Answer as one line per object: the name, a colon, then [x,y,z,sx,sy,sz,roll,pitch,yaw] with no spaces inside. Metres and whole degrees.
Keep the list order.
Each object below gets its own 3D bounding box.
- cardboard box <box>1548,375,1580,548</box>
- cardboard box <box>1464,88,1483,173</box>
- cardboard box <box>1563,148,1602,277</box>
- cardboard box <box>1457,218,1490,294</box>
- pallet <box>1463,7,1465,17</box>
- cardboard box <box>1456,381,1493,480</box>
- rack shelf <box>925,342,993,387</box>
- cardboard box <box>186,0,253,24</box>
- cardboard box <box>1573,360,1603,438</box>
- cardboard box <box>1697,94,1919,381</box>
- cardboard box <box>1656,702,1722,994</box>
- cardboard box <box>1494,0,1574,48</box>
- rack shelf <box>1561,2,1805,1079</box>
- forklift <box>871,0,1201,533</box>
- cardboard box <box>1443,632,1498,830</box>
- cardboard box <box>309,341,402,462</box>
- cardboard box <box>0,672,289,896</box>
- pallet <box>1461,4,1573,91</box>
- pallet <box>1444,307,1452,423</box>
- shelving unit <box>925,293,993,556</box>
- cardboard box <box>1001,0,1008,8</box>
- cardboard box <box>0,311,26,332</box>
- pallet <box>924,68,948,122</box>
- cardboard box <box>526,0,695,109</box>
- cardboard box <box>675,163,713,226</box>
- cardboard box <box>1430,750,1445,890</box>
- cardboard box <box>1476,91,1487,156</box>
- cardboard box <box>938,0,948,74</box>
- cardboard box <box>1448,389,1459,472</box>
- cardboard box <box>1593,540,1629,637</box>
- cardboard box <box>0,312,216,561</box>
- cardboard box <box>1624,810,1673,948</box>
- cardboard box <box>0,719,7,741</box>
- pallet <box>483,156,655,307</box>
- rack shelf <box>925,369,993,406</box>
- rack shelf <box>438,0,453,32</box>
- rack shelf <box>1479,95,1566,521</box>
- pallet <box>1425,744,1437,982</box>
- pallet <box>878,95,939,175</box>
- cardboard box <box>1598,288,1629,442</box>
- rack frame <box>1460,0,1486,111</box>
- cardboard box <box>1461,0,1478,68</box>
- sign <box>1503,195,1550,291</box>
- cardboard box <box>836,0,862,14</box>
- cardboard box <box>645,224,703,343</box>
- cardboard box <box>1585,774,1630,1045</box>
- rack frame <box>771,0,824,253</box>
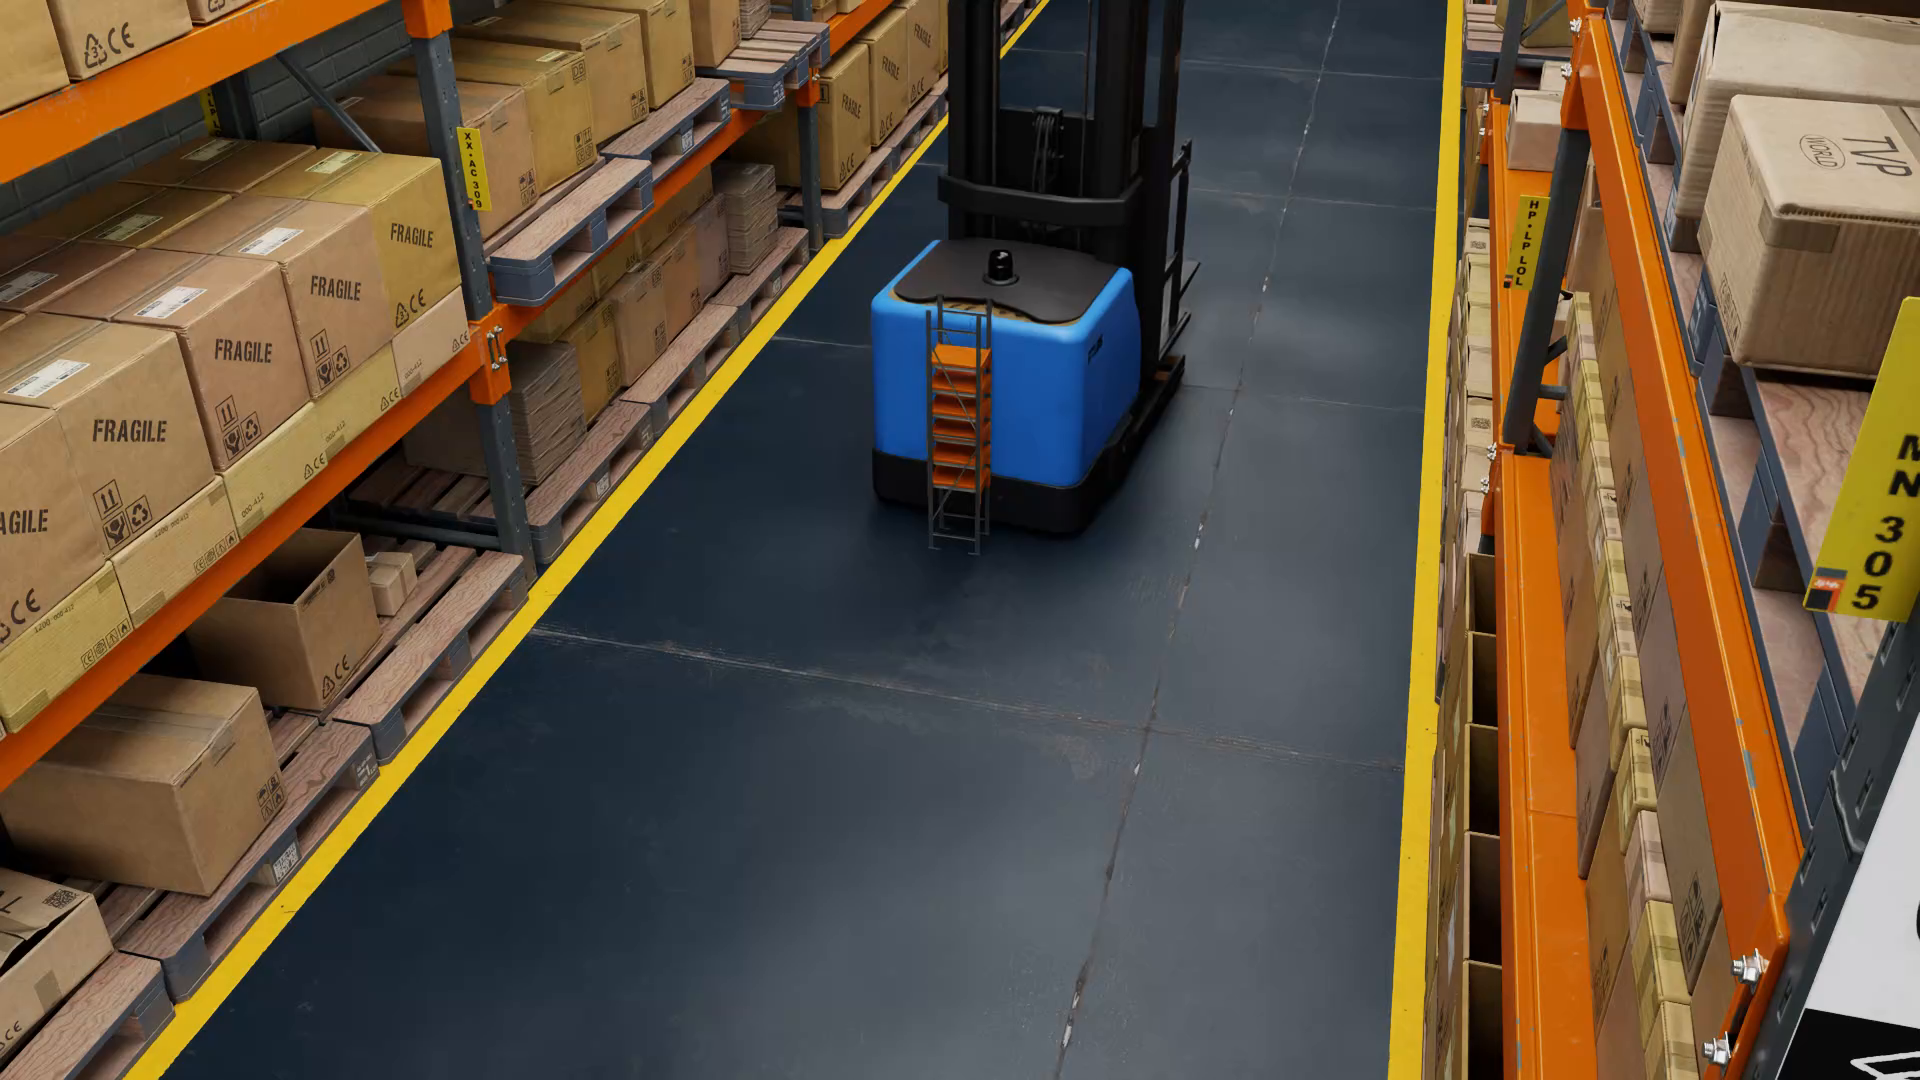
cardboard box: [2.292,-0.265,5.277,0.700,0.500,0.500,7,33,11]
cardboard box: [3.683,-2.719,11.151,0.500,0.500,0.500,7,33,11]
cardboard box: [2.870,-1.425,7.103,0.500,0.500,0.500,8,33,12]
cardboard box: [2.997,-1.551,9.043,0.500,0.311,0.500,9,34,14]
pallet: [5.223,-5.050,15.498,1.003,0.211,1.213,8,33,12]
cardboard box: [2.479,-0.486,7.367,0.500,0.311,0.500,8,33,12]
rack shelf: [-0.004,-0.765,7.247,0.258,0.103,0.180,8,33,12]
cardboard box: [-2.424,-1.886,5.013,0.500,0.500,0.500,5,33,8]
cardboard box: [2.016,-0.392,4.873,0.380,0.149,0.250,7,33,11]
cardboard box: [1.421,-0.450,2.484,0.500,0.250,0.500,8,33,12]
cardboard box: [1.656,0.491,2.879,0.700,0.500,0.500,7,33,11]
cardboard box: [3.464,-3.091,9.331,0.700,0.500,0.500,-3,33,-4]
rack shelf: [1.891,-0.378,3.423,1.077,0.370,4.000,8,33,12]
forklift: [0.585,-2.052,8.245,1.130,2.935,3.031,12,34,18]
cardboard box: [1.859,0.672,5.370,0.500,0.500,0.500,8,33,12]
cardboard box: [-2.355,-0.527,5.904,0.500,0.250,0.500,8,33,13]
cardboard box: [-2.767,0.802,5.612,0.700,0.500,0.500,6,33,9]
pallet: [3.518,-2.810,9.552,1.213,0.211,1.003,8,33,12]
pallet: [3.167,-0.931,9.017,1.003,0.211,1.213,8,33,12]
shelving unit: [-0.004,-0.499,7.416,0.258,1.200,0.189,8,33,12]
cardboard box: [0.056,-5.034,14.811,0.700,0.500,0.500,8,33,12]
cardboard box: [-3.103,-0.376,4.967,0.500,0.500,0.500,8,33,13]
pallet: [-0.487,-3.690,13.358,1.003,0.211,1.213,8,33,12]
cardboard box: [-1.783,-2.535,8.438,0.700,0.500,0.500,8,33,12]
cardboard box: [-1.716,-1.981,9.291,0.500,0.250,0.500,9,33,13]
cardboard box: [1.856,0.988,5.572,0.500,0.250,0.500,8,33,12]
cardboard box: [3.434,-2.524,10.145,0.500,0.250,0.500,9,34,14]
cardboard box: [-0.403,-4.192,13.161,0.750,0.750,0.750,8,33,13]
cardboard box: [2.613,-0.517,7.938,0.500,0.250,0.500,9,33,13]
cardboard box: [1.753,0.148,4.024,0.380,0.149,0.250,8,33,12]
cardboard box: [-2.605,-0.311,4.865,0.500,0.500,0.500,9,34,14]
cardboard box: [1.492,0.683,3.182,0.380,0.149,0.250,8,33,13]
cardboard box: [-2.860,0.523,4.252,0.500,0.250,0.500,7,33,11]
pallet: [-2.059,-1.422,7.370,1.003,0.211,1.213,8,33,12]
rack shelf: [-0.004,-0.664,7.311,0.258,0.103,0.180,8,33,12]
rack shelf: [-1.886,-3.126,7.746,1.077,0.370,4.000,8,33,12]
rack shelf: [2.906,-1.188,7.493,1.077,0.370,4.000,8,33,12]
pallet: [2.156,1.130,5.775,1.003,0.211,1.213,8,33,12]
pallet: [-0.794,-3.055,12.359,1.003,0.211,1.213,8,33,12]
cardboard box: [2.165,-0.550,4.516,0.700,0.500,0.500,8,33,12]
rack frame: [4.429,-4.605,12.198,1.000,3.000,0.127,8,33,12]
cardboard box: [4.299,-4.070,13.276,0.500,0.500,0.500,8,33,12]
sign: [1.871,-0.978,5.486,0.100,0.325,0.005,8,33,12]
cardboard box: [-0.850,-3.499,10.674,0.380,0.149,0.250,9,34,14]
cardboard box: [-1.853,-1.439,9.137,0.700,0.500,0.500,8,33,12]
cardboard box: [1.775,0.809,3.588,0.700,0.500,0.500,8,33,13]
rack frame: [-1.379,-3.202,9.990,1.000,3.000,0.127,8,33,12]
